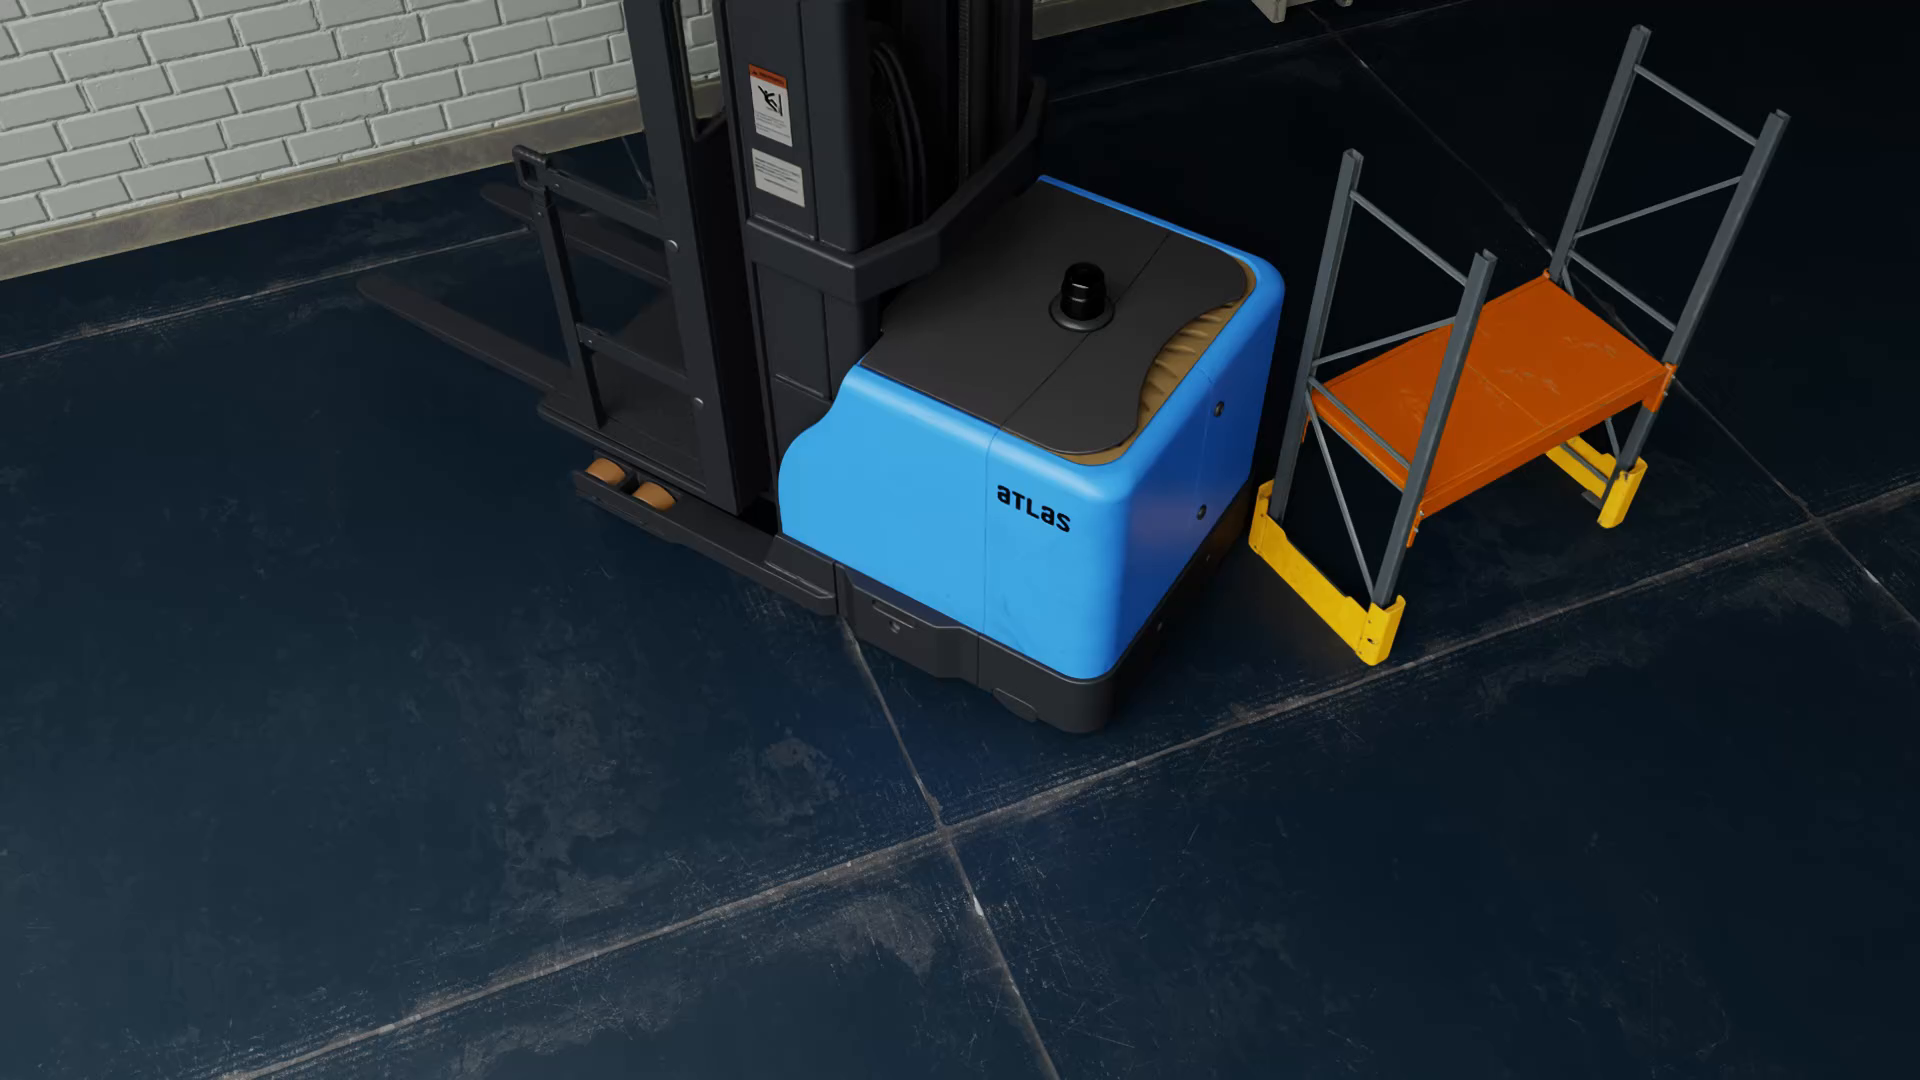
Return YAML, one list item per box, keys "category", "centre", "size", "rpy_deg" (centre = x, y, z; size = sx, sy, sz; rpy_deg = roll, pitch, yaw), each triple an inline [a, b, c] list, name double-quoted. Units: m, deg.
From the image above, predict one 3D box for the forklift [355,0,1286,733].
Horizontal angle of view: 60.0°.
- category: "forklift"
  centre: [-0.624, -1.285, 4.421]
  size: [3.031, 2.935, 1.130]
  rpy_deg: [26, 54, 21]

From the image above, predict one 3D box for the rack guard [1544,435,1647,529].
- category: "rack guard"
  centre: [1.930, -0.316, 5.356]
  size: [0.087, 0.250, 0.587]
  rpy_deg: [-26, 54, -21]

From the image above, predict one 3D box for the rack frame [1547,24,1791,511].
- category: "rack frame"
  centre: [1.947, -0.731, 4.889]
  size: [0.032, 1.500, 0.500]
  rpy_deg: [-26, 54, -21]

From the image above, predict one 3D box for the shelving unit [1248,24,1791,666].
- category: "shelving unit"
  centre: [1.511, -0.519, 4.707]
  size: [1.083, 1.500, 0.587]
  rpy_deg: [-26, 54, -21]

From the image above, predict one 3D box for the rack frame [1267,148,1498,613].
- category: "rack frame"
  centre: [1.092, -0.314, 4.531]
  size: [0.032, 1.500, 0.500]
  rpy_deg: [-26, 54, -21]

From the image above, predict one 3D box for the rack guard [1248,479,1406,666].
- category: "rack guard"
  centre: [1.093, 0.093, 5.005]
  size: [0.087, 0.250, 0.587]
  rpy_deg: [-26, 54, -21]

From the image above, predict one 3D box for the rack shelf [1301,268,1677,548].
- category: "rack shelf"
  centre: [1.519, -0.405, 4.846]
  size: [1.000, 0.185, 0.538]
  rpy_deg: [-26, 54, -21]
